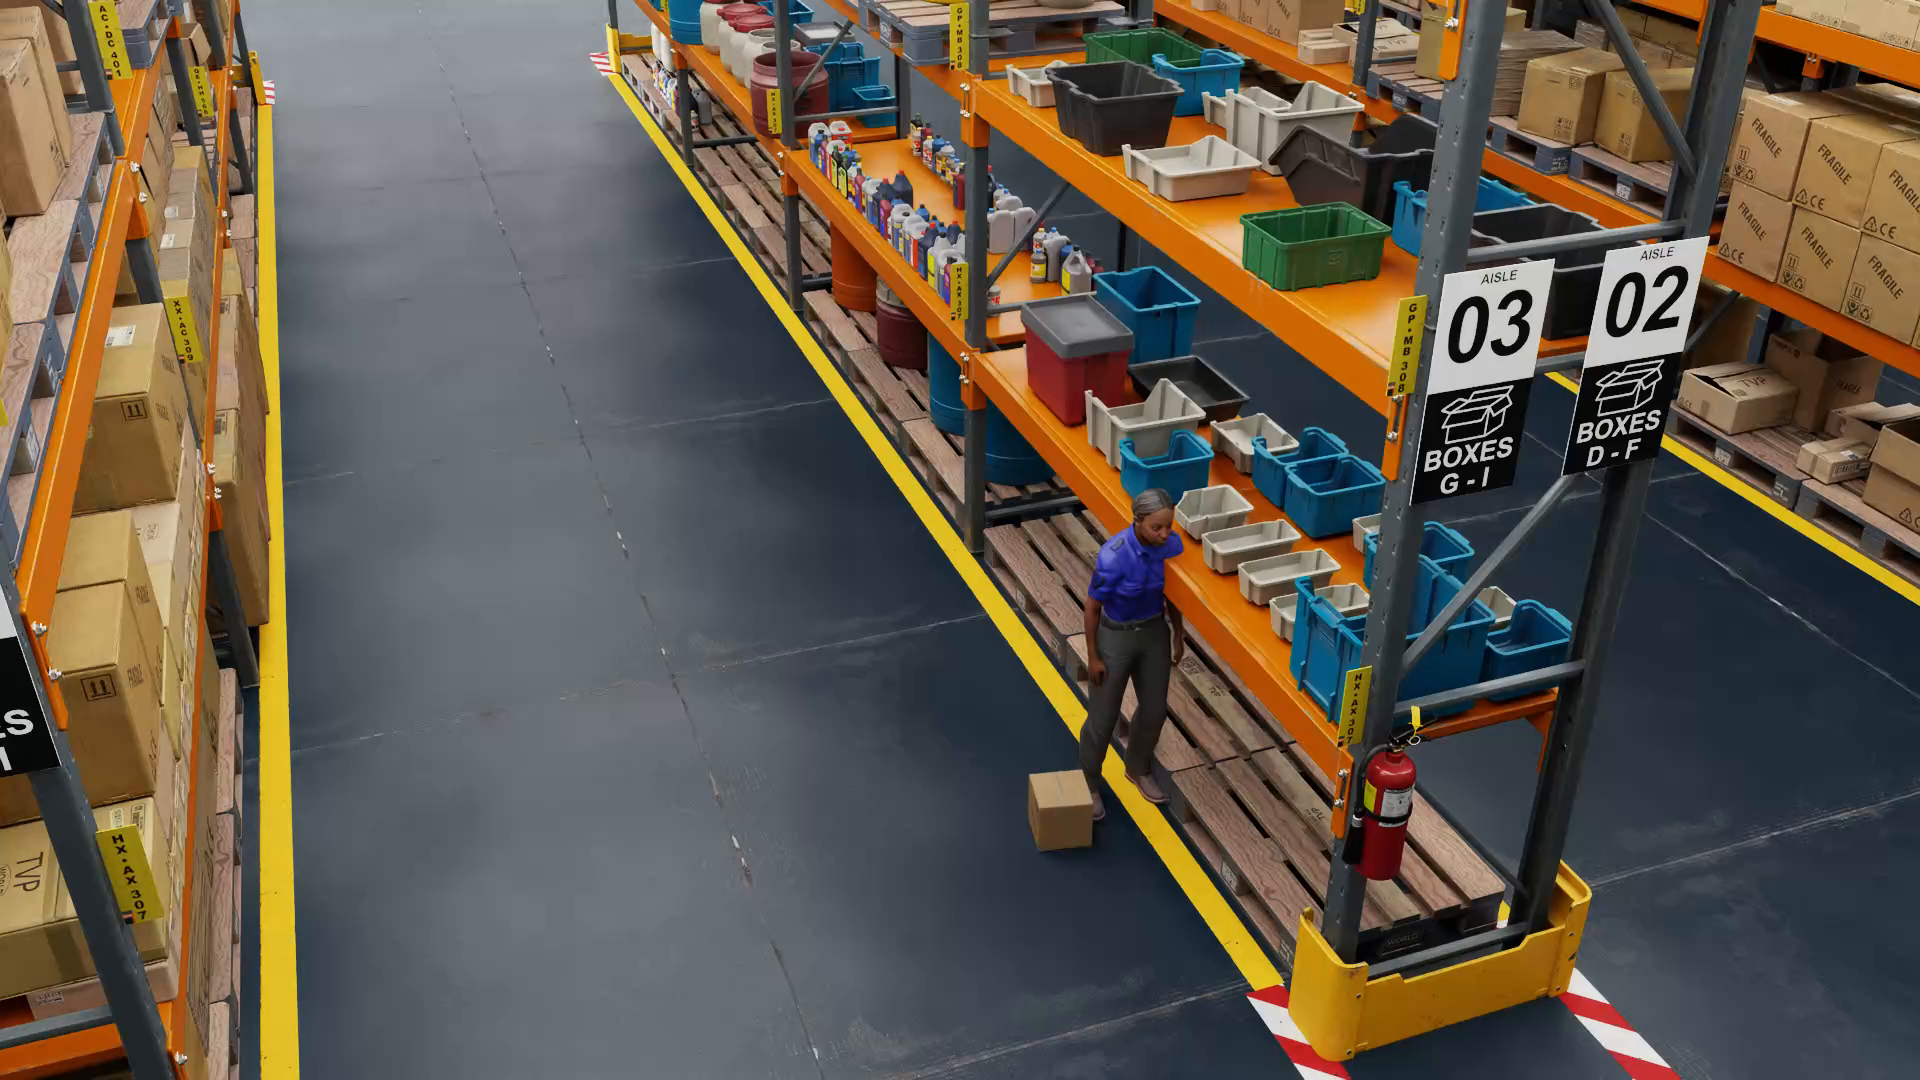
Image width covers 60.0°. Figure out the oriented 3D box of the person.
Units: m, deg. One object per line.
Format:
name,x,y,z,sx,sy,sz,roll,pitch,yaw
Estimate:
person,0.774,0.481,7.509,0.534,1.655,0.347,-12,32,-20
